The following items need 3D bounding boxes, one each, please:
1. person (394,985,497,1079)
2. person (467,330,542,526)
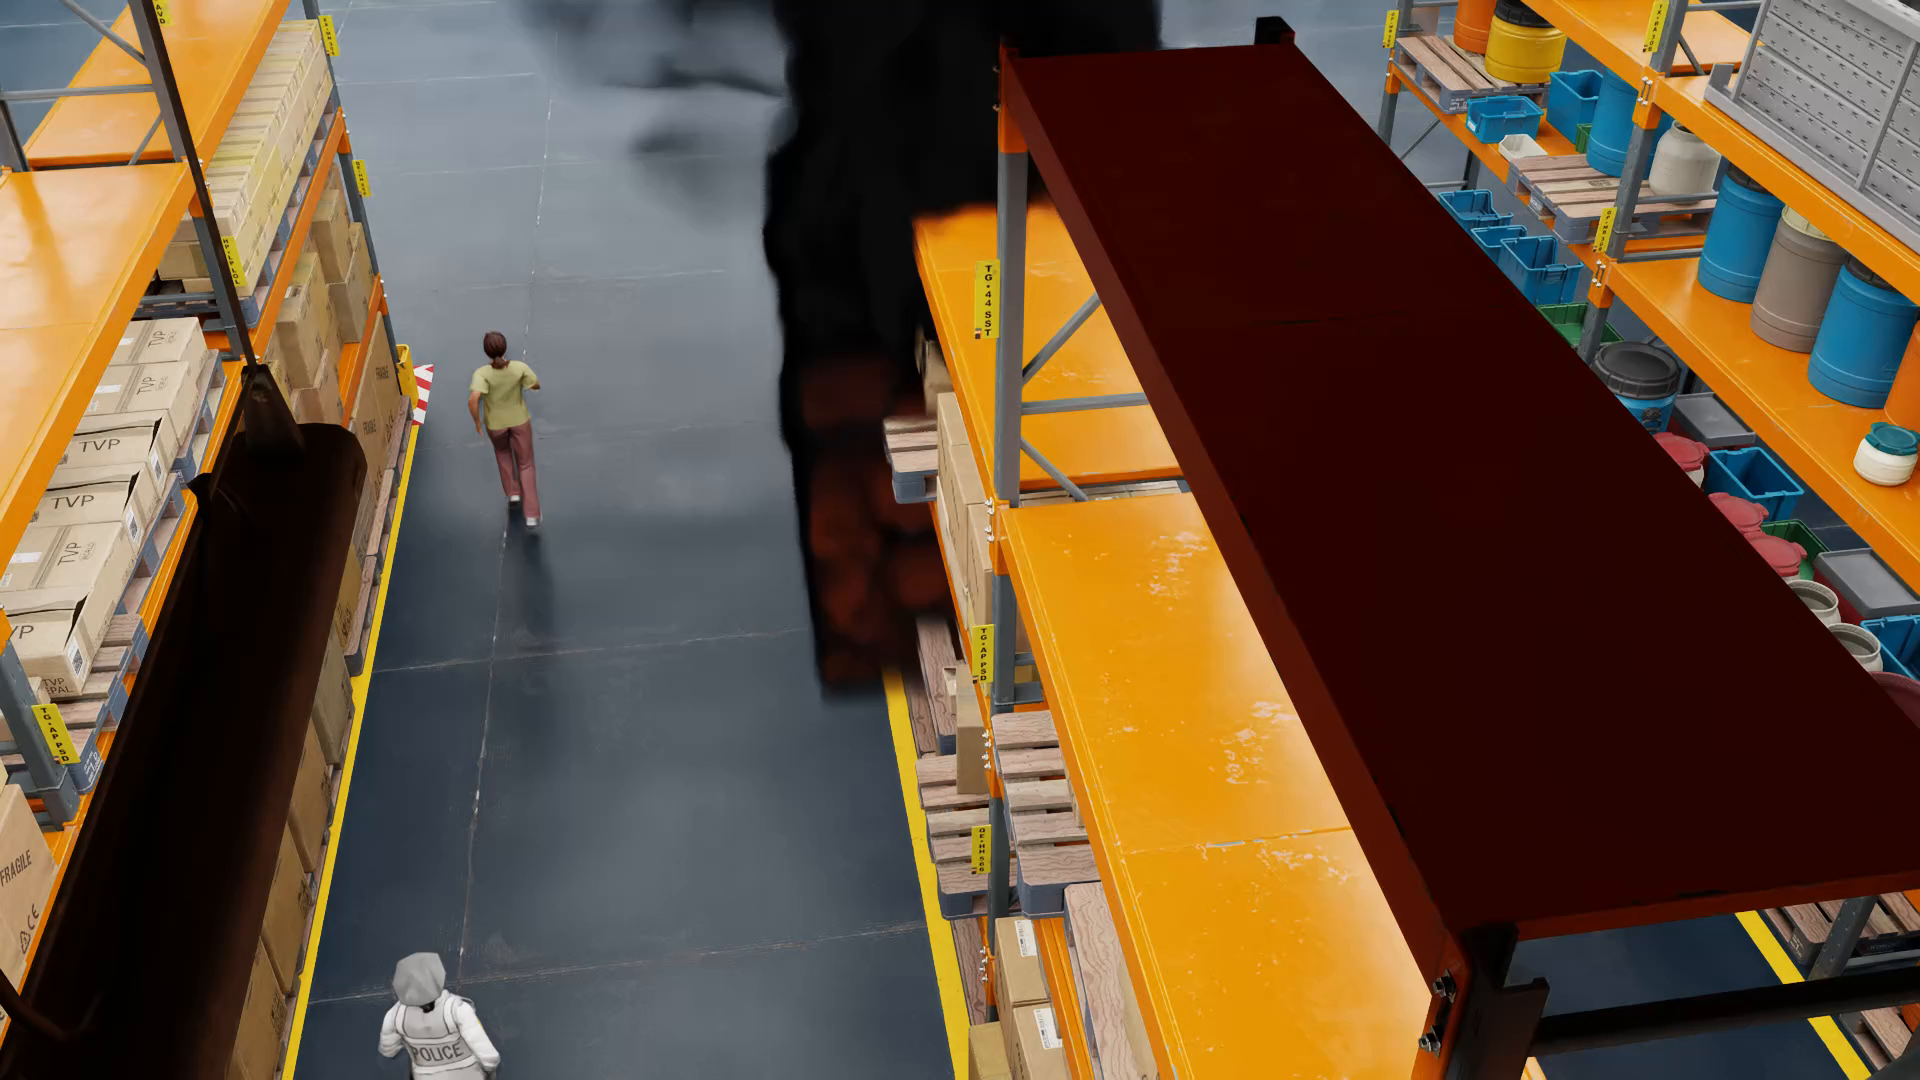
[{"bbox_3d":[-2.520,2.758,8.336,0.430,1.687,0.782,-9,37,-12],"label":"person"},{"bbox_3d":[-3.563,-0.866,13.217,0.564,1.738,0.780,-10,37,-13],"label":"person"}]
